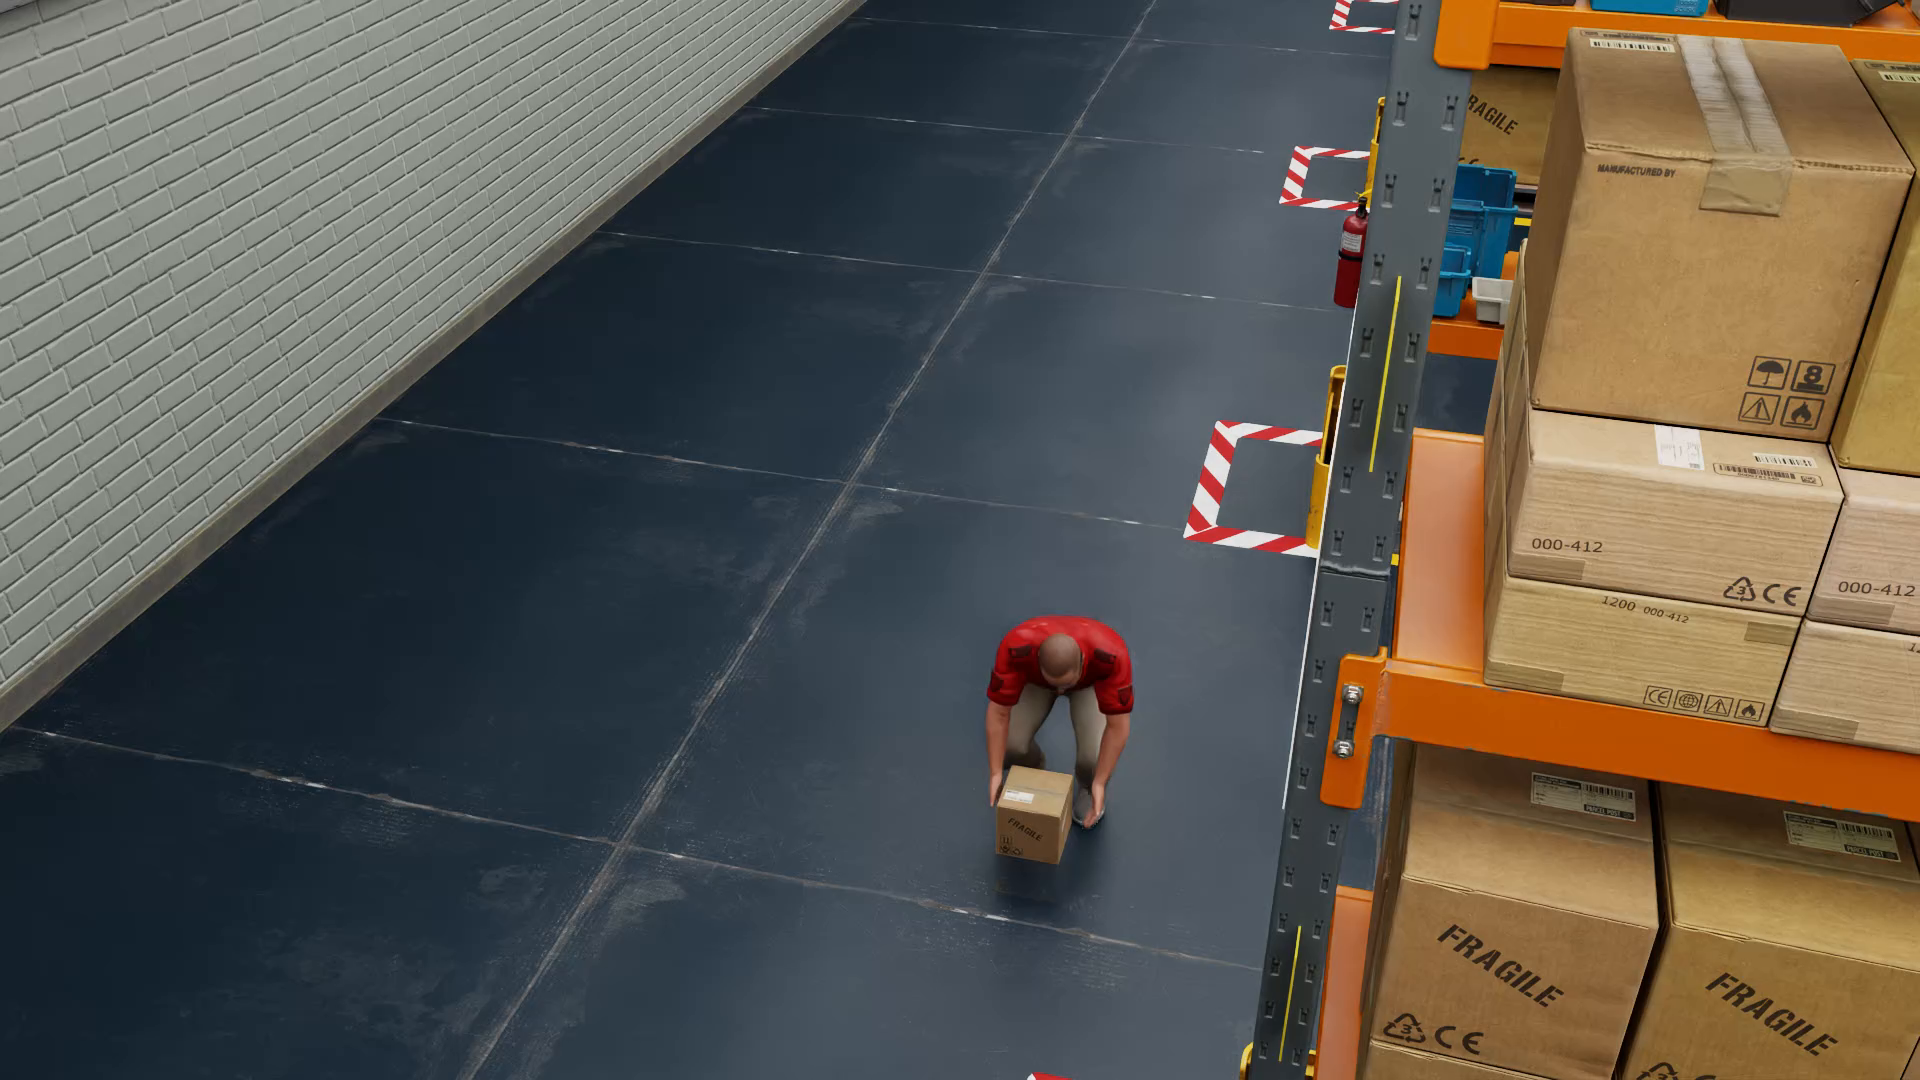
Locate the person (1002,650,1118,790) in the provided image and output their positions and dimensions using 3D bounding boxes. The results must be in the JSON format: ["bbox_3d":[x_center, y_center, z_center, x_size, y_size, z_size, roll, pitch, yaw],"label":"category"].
[{"bbox_3d":[0.402,0.659,6.687,0.523,0.997,0.794,8,33,12],"label":"person"}]
